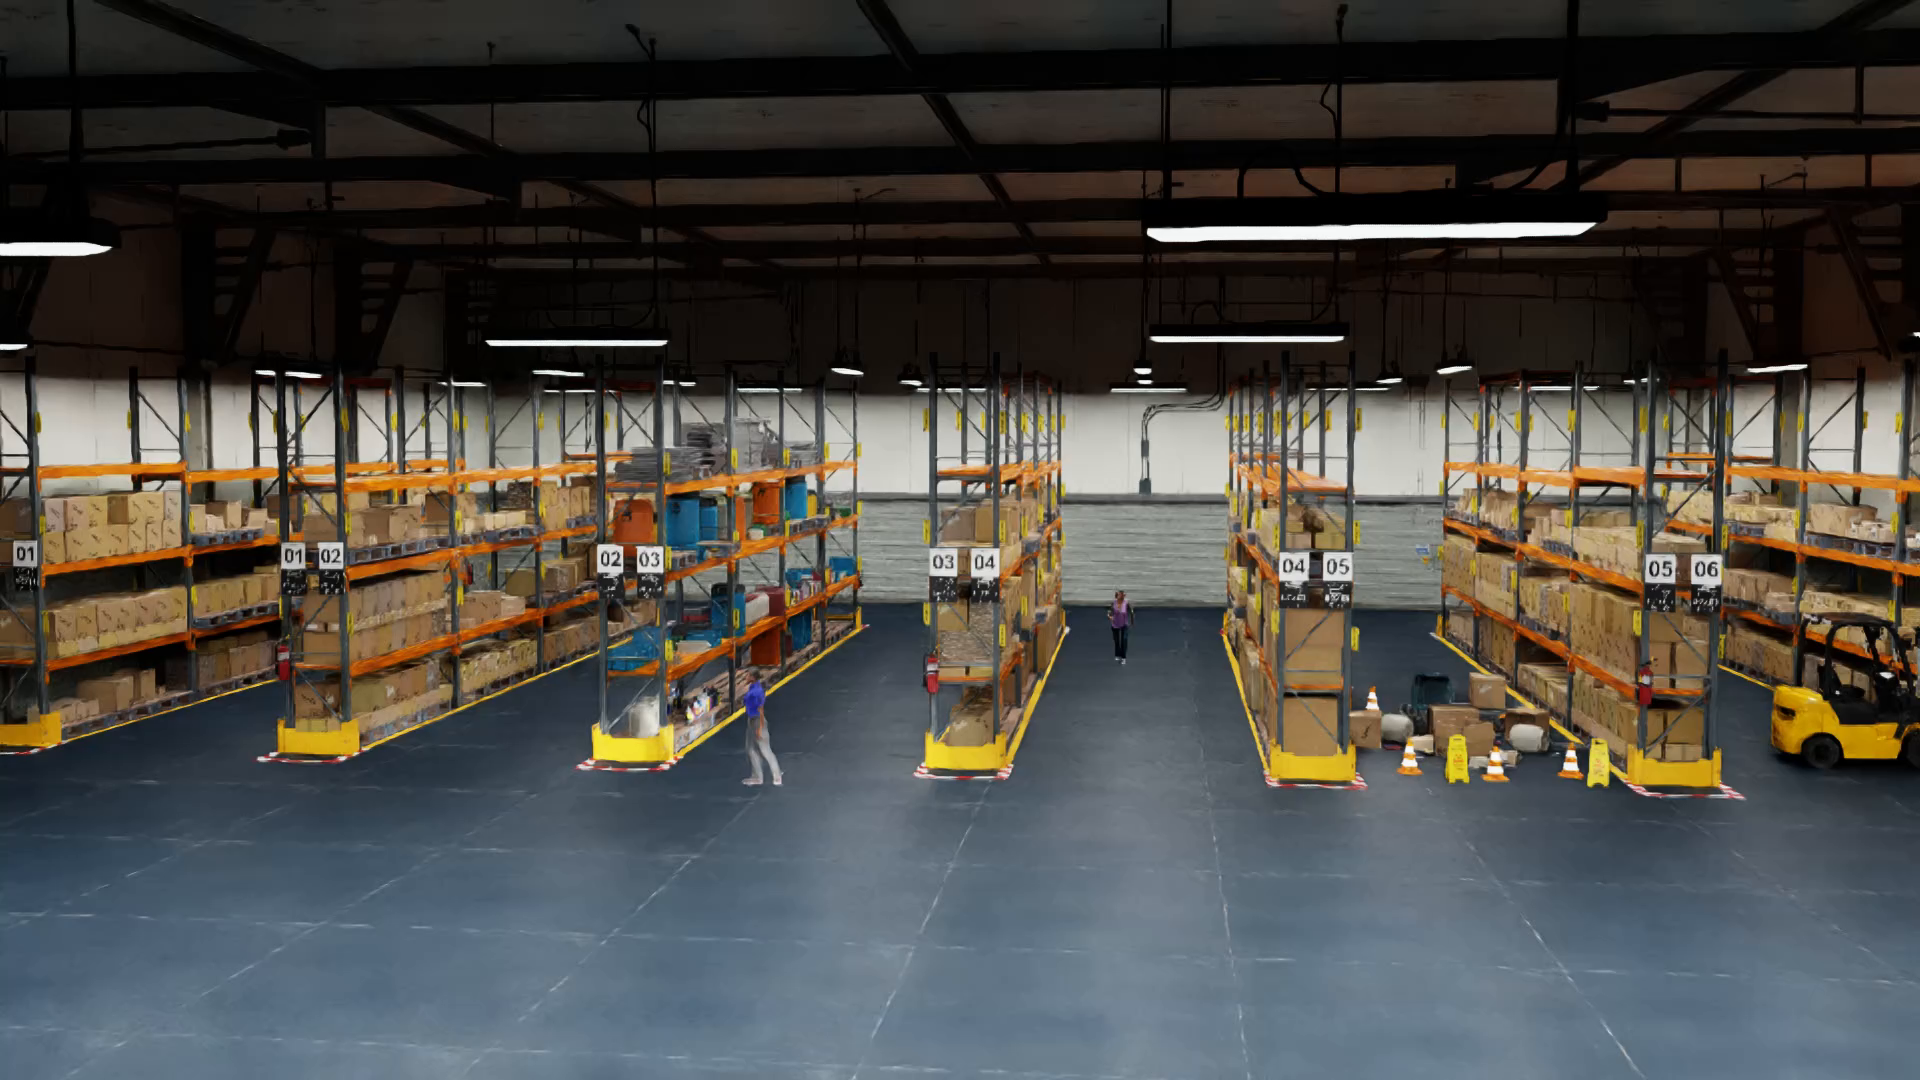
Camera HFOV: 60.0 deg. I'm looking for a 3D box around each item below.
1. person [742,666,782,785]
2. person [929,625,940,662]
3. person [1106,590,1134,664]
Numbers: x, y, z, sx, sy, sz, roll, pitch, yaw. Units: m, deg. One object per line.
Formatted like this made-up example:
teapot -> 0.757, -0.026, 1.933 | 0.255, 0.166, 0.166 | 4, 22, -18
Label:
person -> -2.750, 2.560, 23.019 | 0.516, 1.647, 0.511 | -2, 4, -21
person -> -0.473, 1.719, 34.402 | 0.569, 1.668, 0.560 | 3, 5, 39
person -> 3.342, 1.786, 34.668 | 0.562, 1.530, 0.815 | 1, 4, 12
